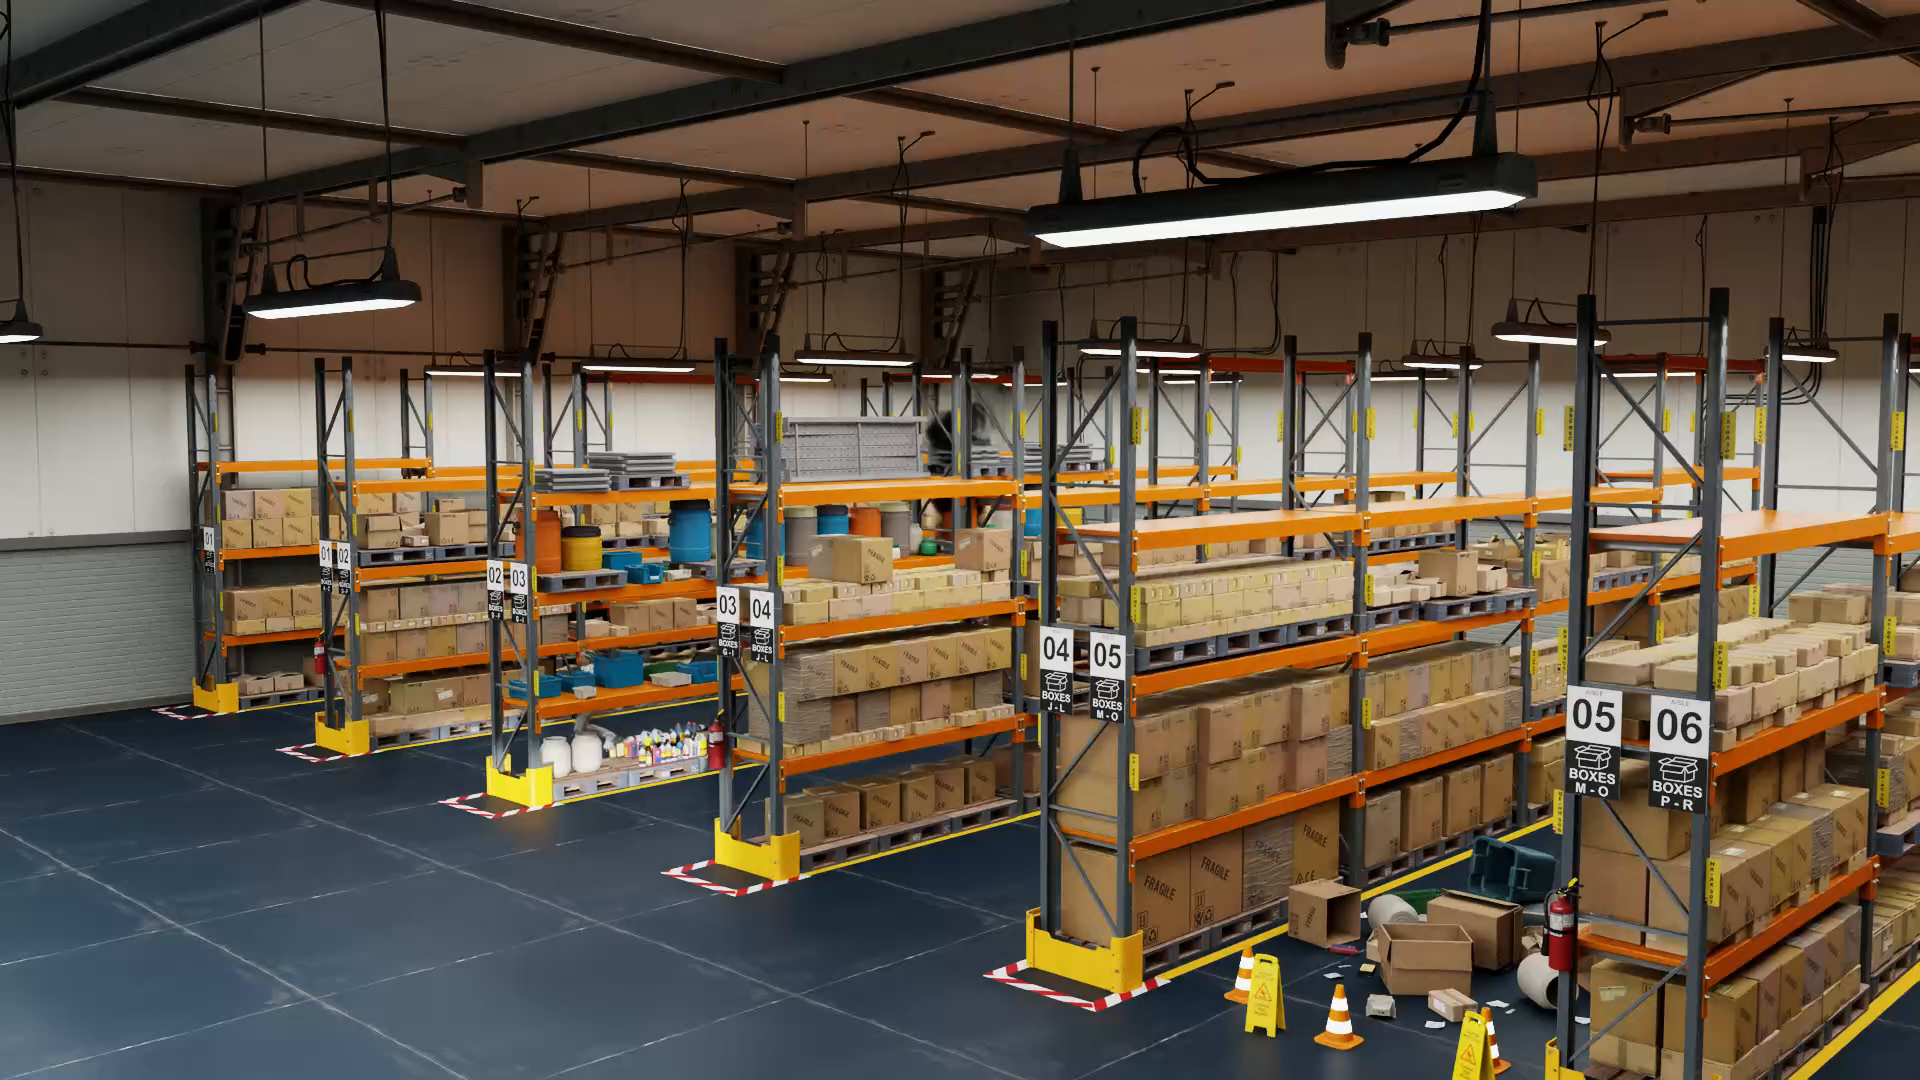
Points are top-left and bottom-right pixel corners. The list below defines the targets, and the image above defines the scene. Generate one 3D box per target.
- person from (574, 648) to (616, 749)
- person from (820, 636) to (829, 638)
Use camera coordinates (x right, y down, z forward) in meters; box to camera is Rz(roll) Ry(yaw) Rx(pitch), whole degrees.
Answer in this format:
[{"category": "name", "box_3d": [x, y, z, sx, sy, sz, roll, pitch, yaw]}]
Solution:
[{"category": "person", "box_3d": [-5.529, 2.427, 24.703, 0.895, 1.674, 0.633, -3, 5, -31]}, {"category": "person", "box_3d": [-2.309, 2.106, 28.418, 0.921, 1.748, 0.653, -4, 6, -44]}]
